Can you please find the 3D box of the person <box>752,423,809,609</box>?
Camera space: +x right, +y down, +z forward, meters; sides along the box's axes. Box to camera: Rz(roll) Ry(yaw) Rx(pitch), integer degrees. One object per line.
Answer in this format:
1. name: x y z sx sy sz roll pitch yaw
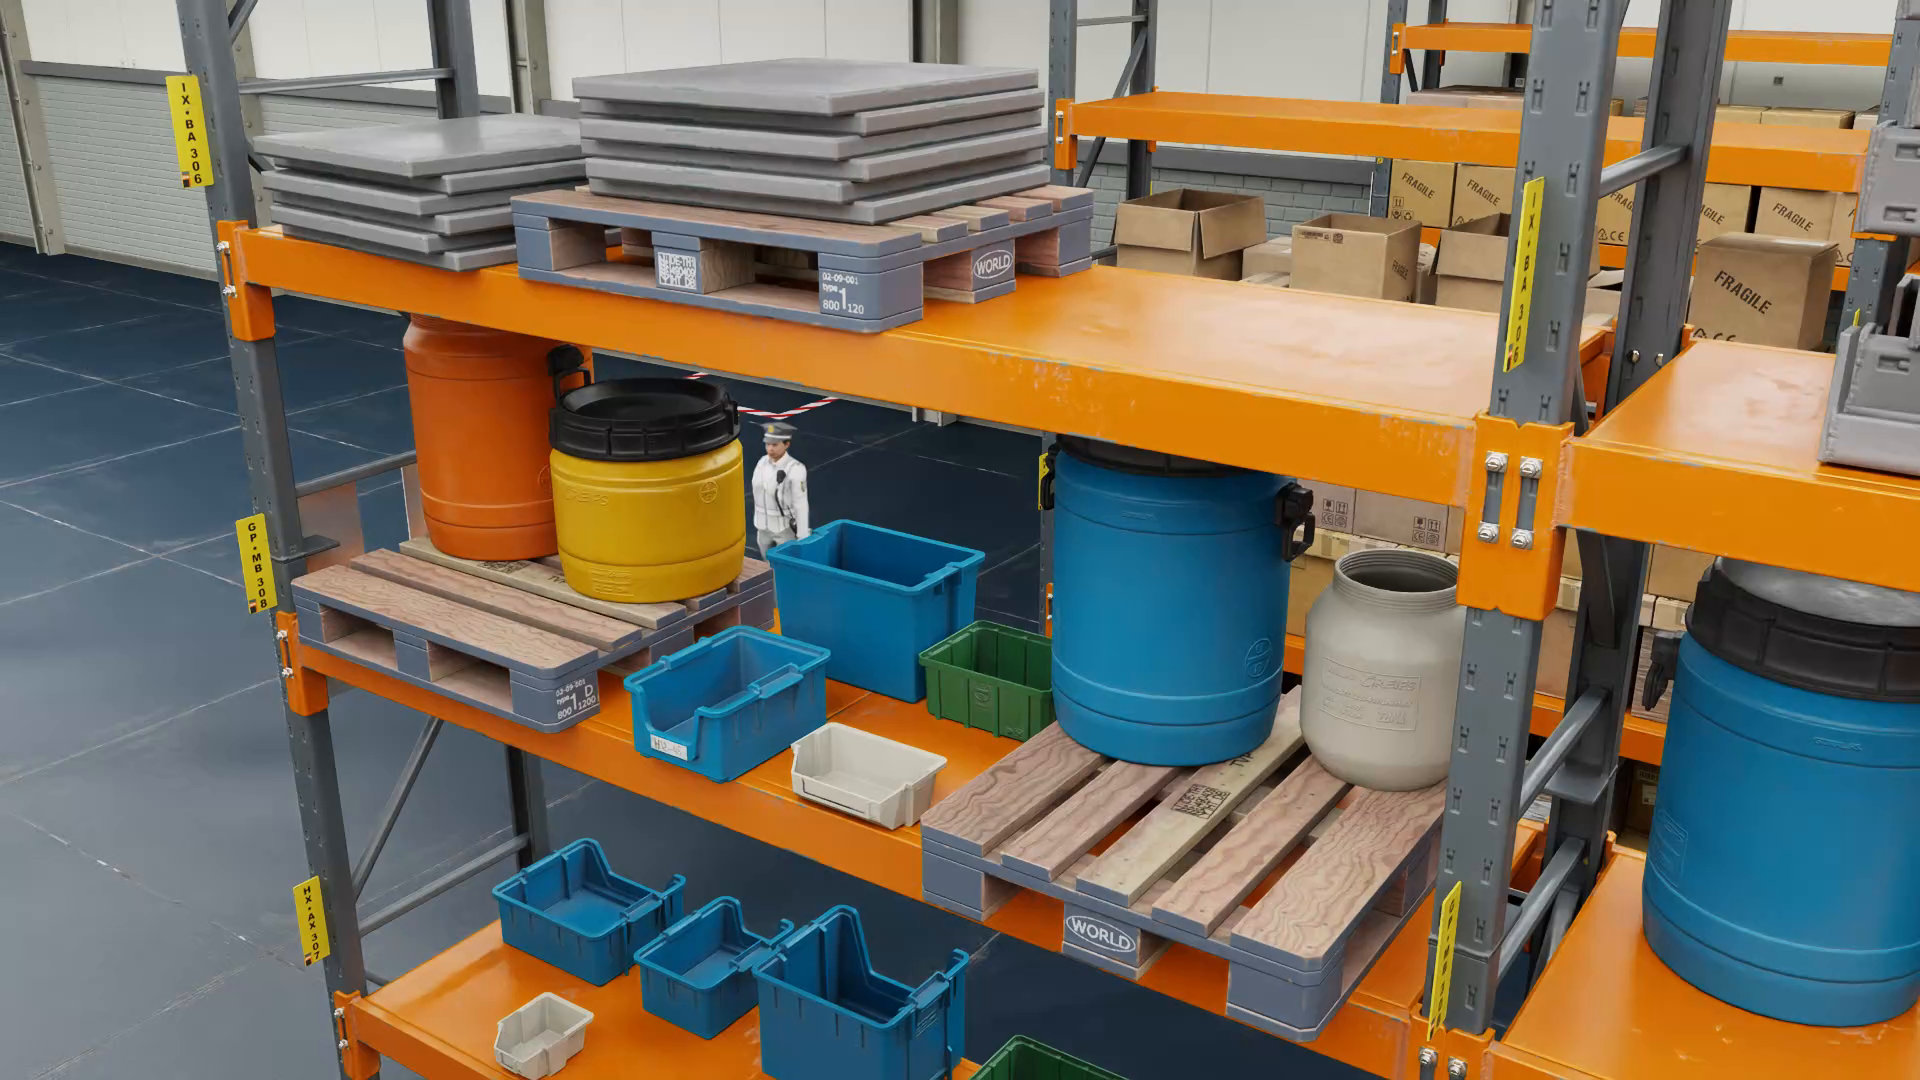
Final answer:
1. person: -1.337 -0.046 12.179 0.482 1.681 0.422 14 24 33
